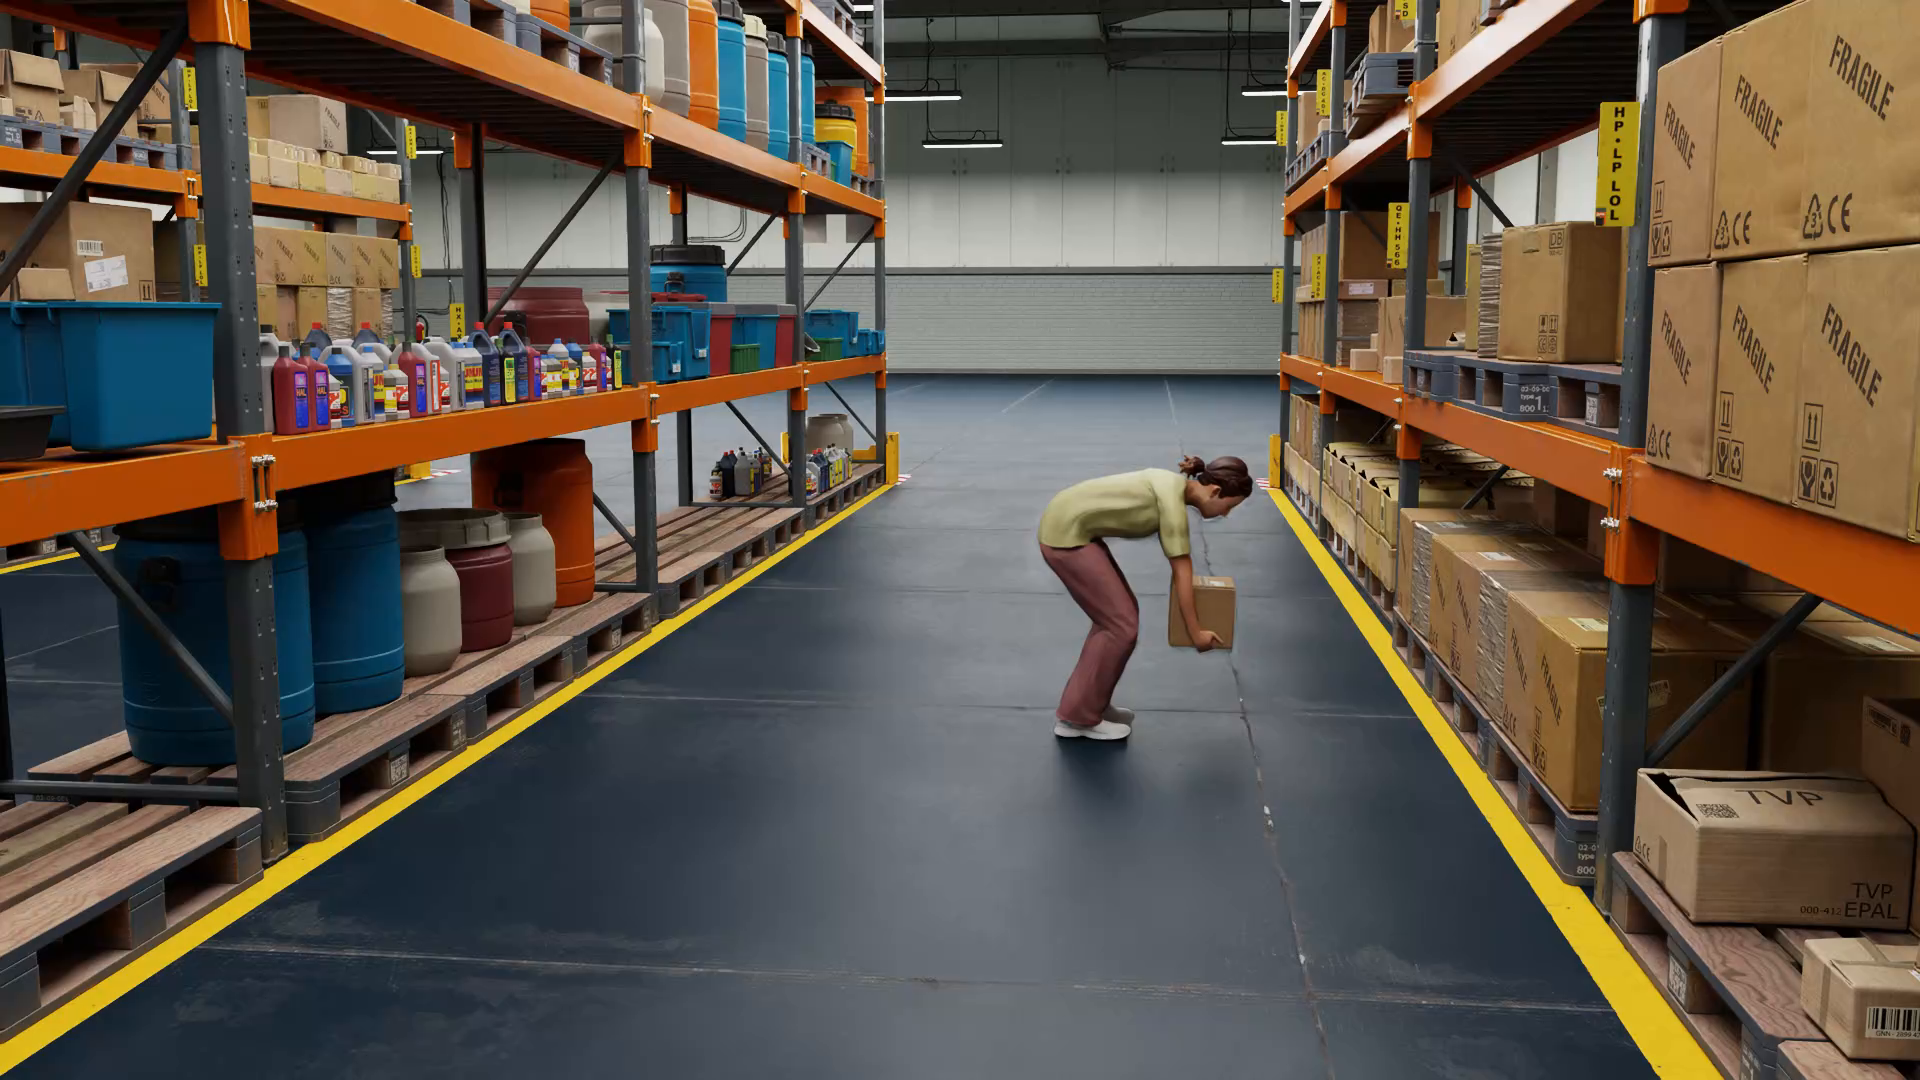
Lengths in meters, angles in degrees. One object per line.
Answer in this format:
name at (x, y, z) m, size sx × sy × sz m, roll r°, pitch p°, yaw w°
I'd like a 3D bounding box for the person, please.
person at (0.737, 0.223, 6.697) m, size 0.854 × 1.131 × 0.447 m, roll 1°, pitch 8°, yaw 4°
